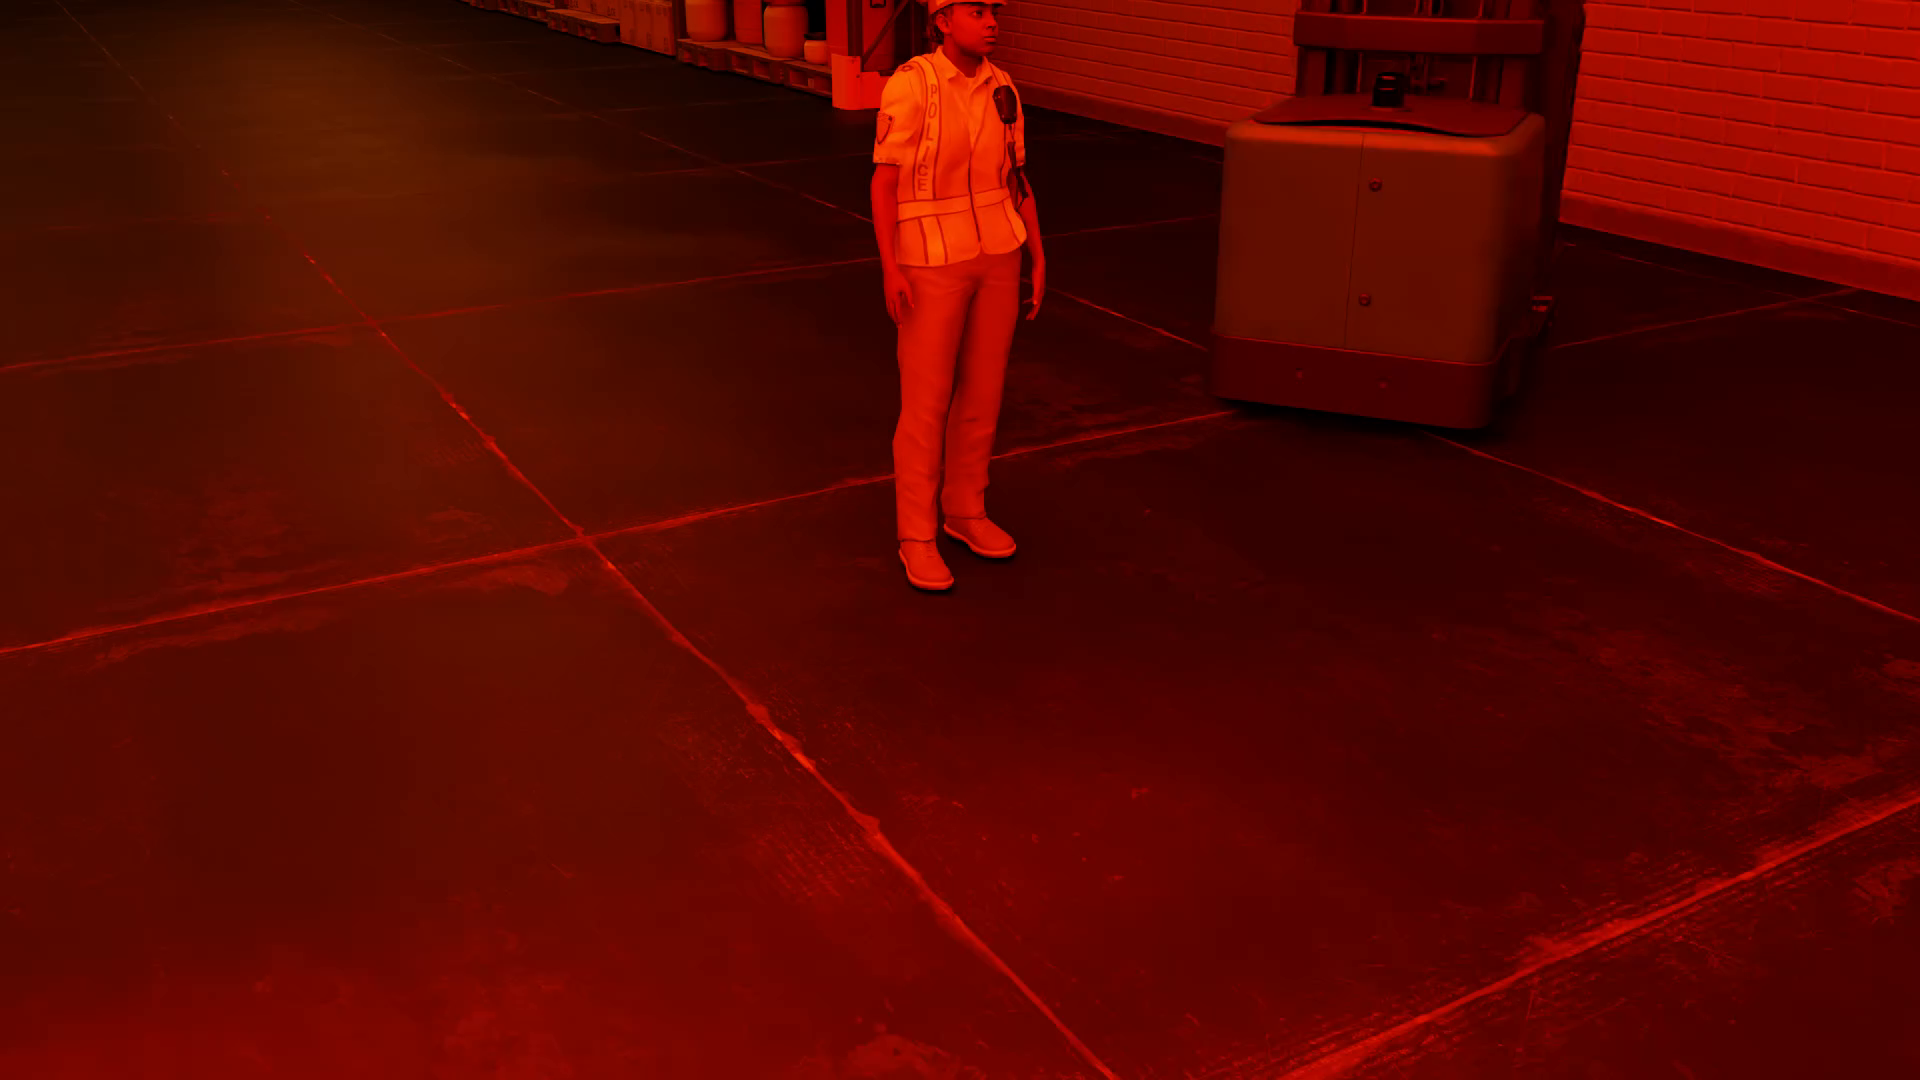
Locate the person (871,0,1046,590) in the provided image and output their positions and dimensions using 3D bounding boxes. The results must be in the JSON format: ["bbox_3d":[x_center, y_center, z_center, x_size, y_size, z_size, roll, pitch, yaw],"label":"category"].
[{"bbox_3d":[0.020,-0.761,4.742,0.569,1.692,0.530,-12,25,-28],"label":"person"}]

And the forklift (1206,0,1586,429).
[{"bbox_3d":[2.015,-2.274,6.815,1.130,2.935,3.031,10,24,23],"label":"forklift"}]
